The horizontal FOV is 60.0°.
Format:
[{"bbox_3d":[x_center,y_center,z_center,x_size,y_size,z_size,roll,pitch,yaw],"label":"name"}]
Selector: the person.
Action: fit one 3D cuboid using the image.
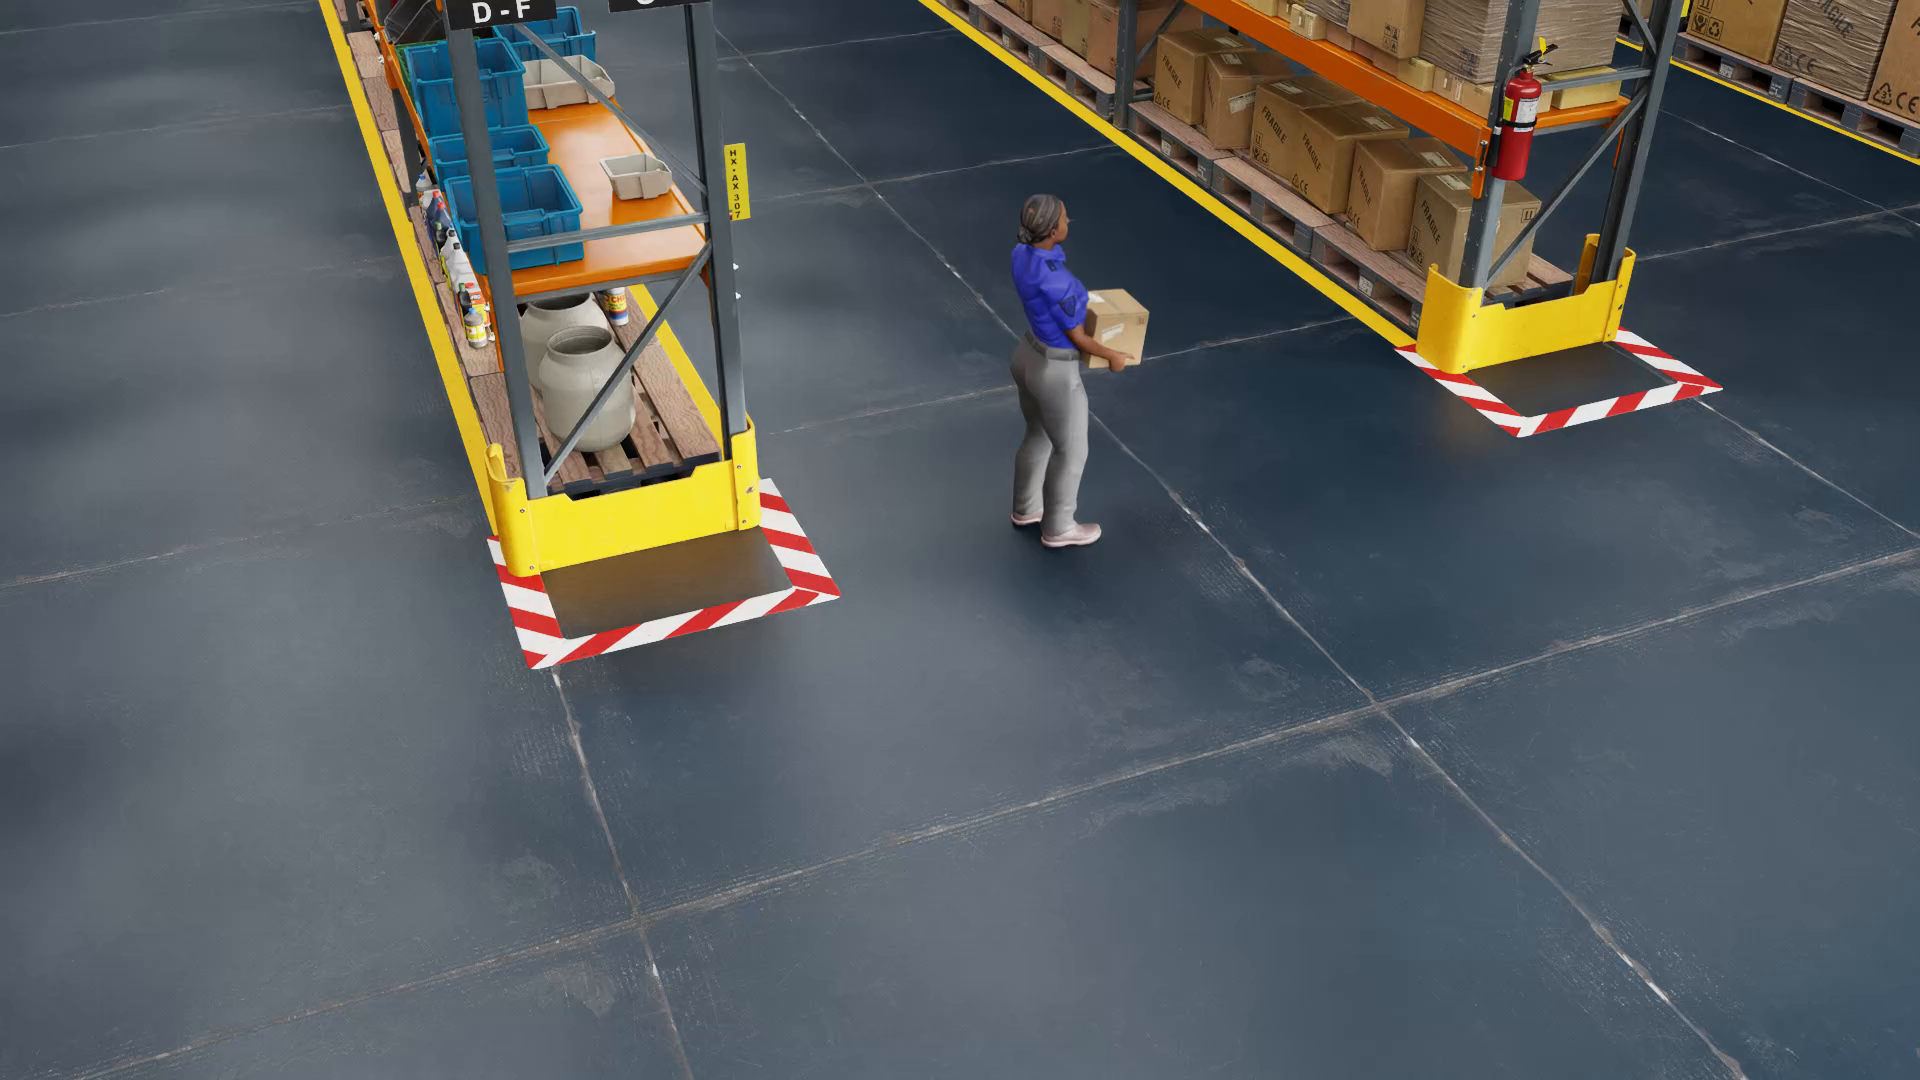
[{"bbox_3d":[0.405,-0.734,7.248,0.352,1.654,0.515,-14,36,-19],"label":"person"}]
